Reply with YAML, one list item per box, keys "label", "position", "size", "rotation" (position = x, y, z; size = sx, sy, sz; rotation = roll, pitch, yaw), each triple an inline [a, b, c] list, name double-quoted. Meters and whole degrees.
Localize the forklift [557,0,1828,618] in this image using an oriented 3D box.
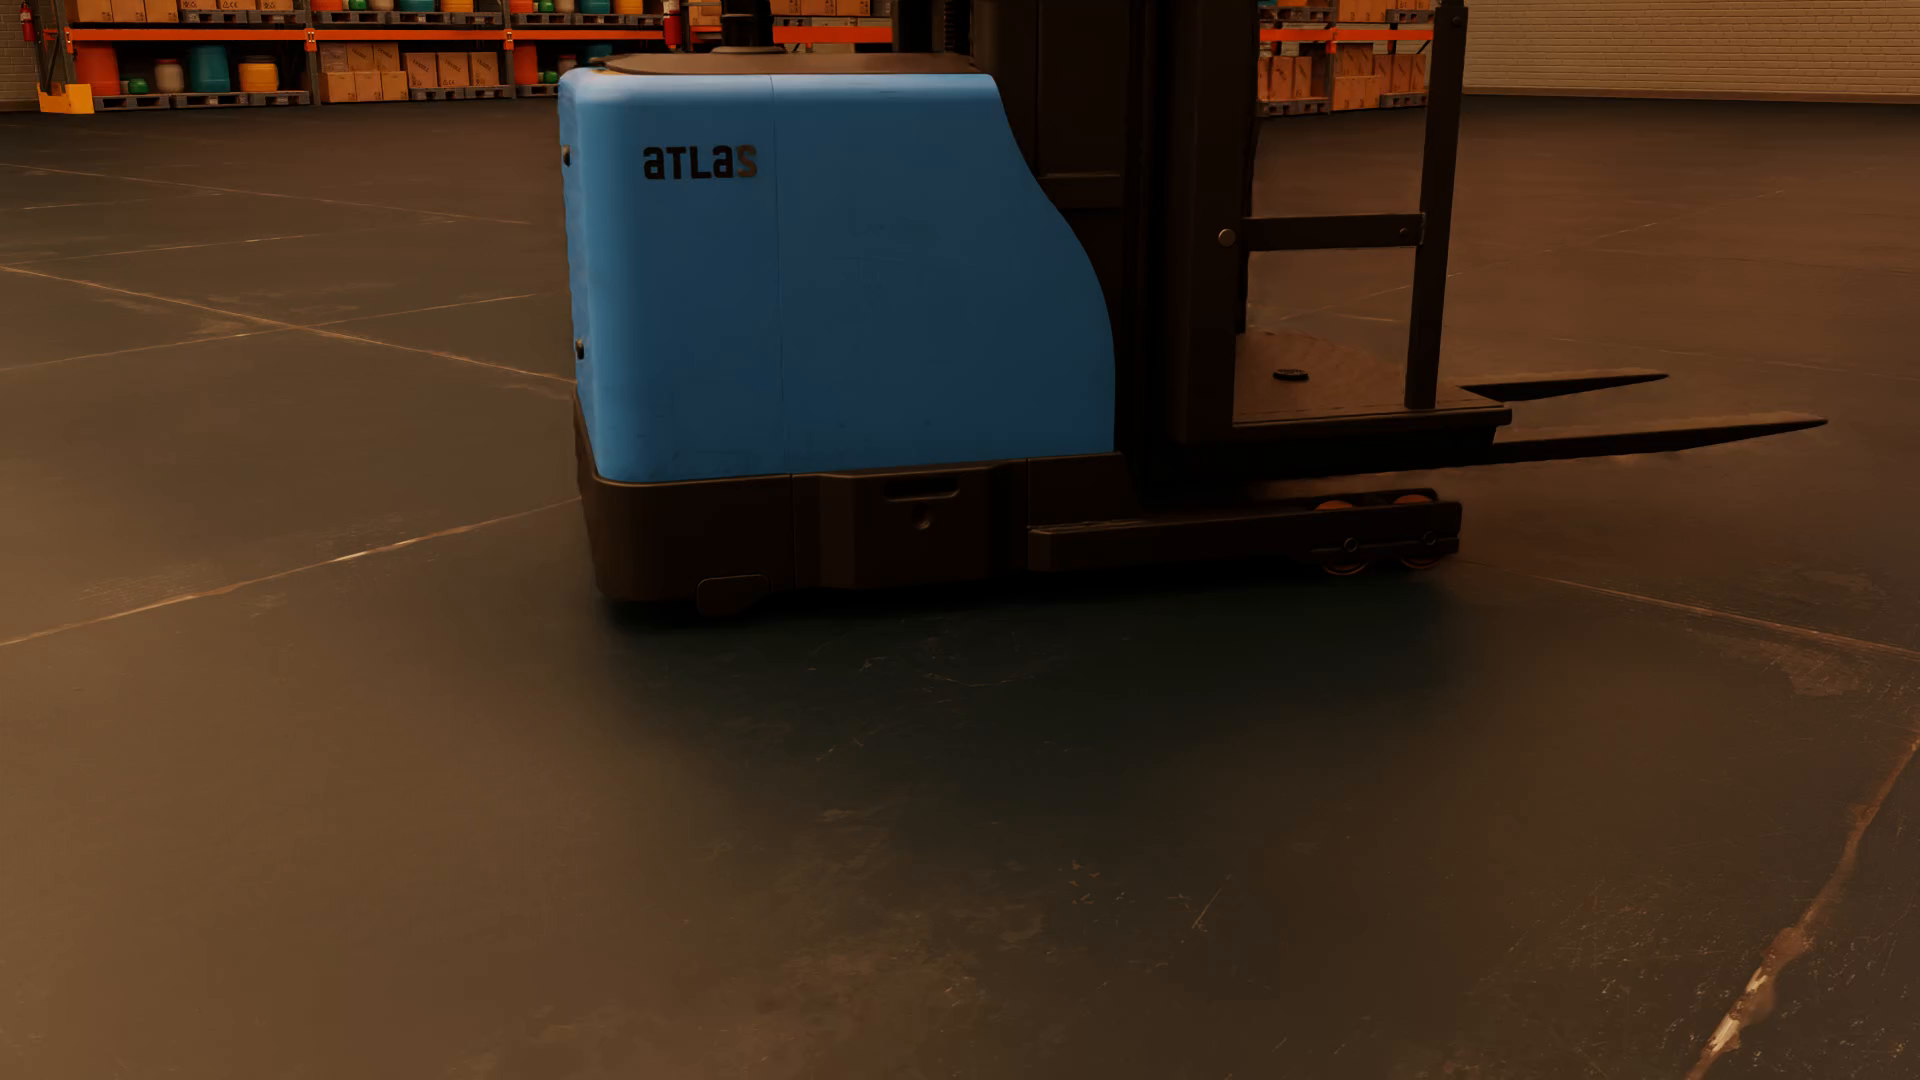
- label: "forklift"
  position: [0.624, -1.465, 3.723]
  size: [3.031, 2.935, 1.130]
  rotation: [-5, 17, -15]
